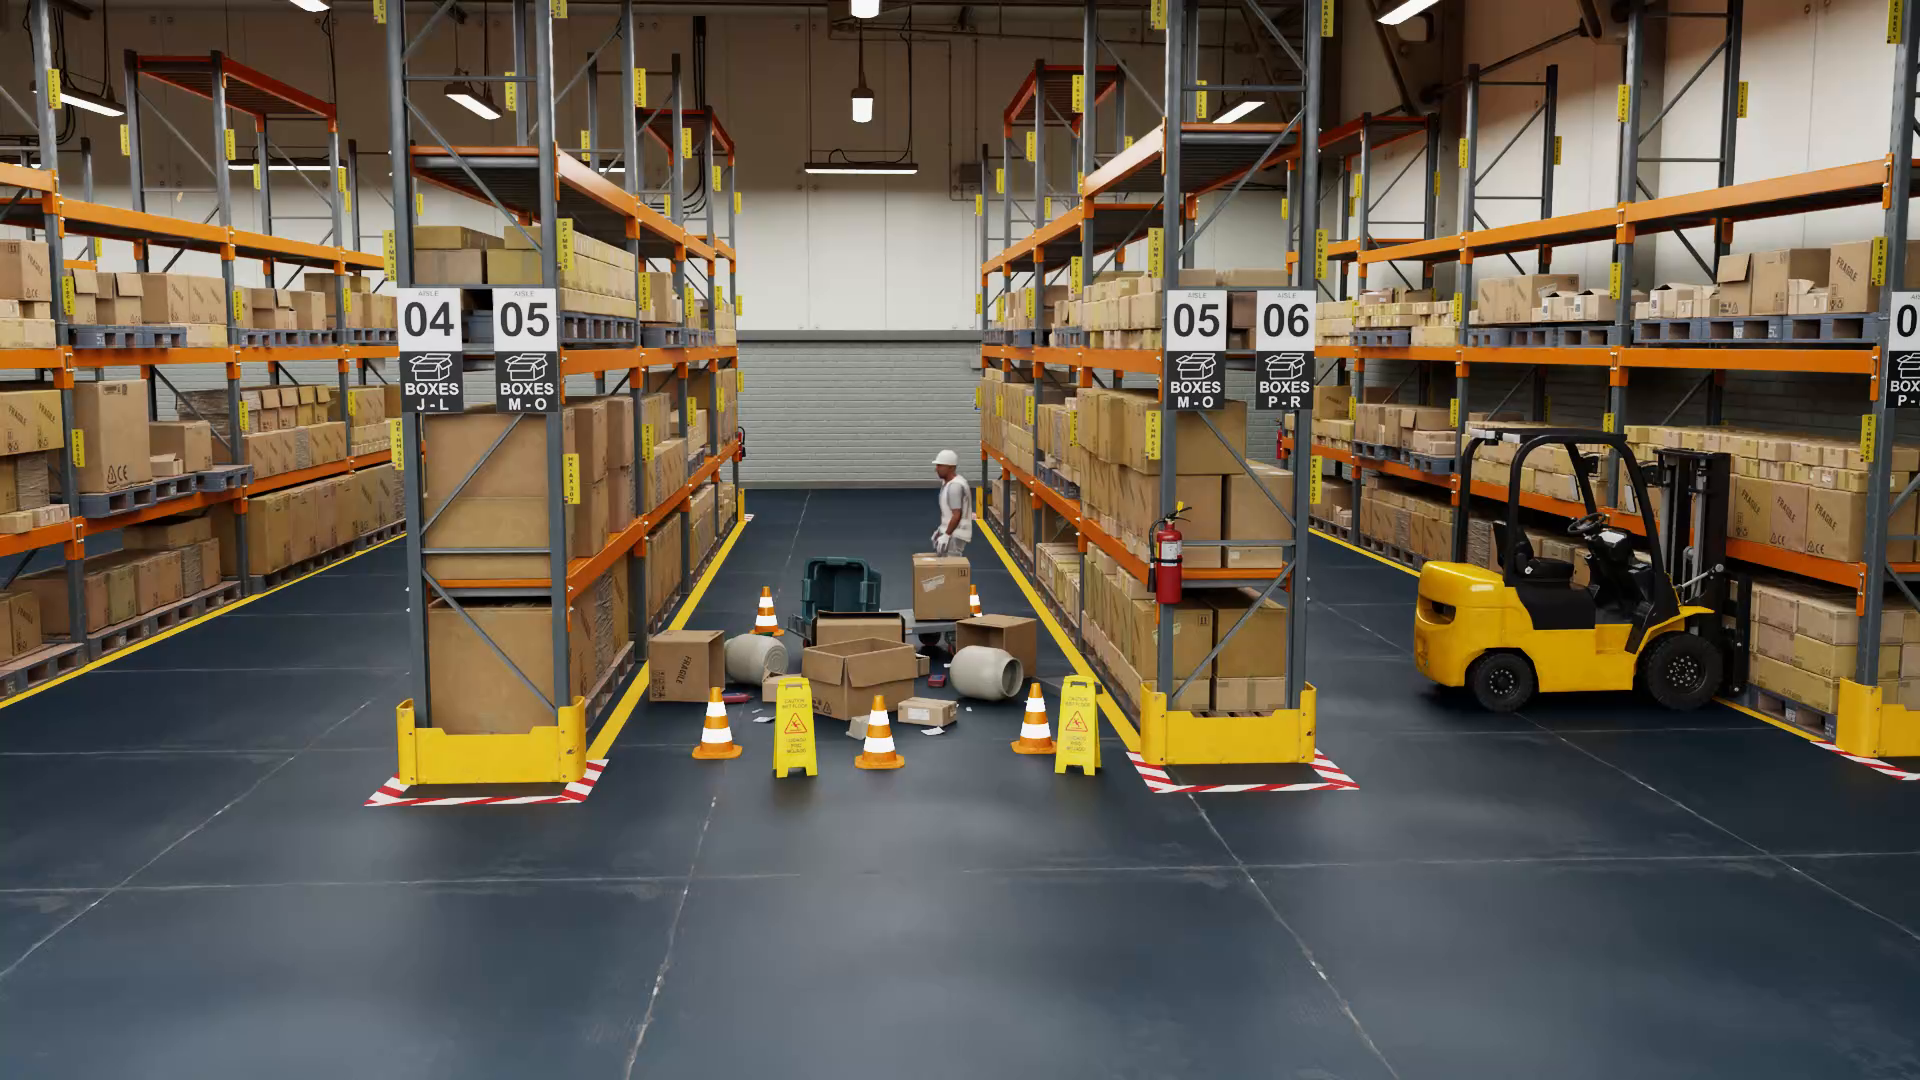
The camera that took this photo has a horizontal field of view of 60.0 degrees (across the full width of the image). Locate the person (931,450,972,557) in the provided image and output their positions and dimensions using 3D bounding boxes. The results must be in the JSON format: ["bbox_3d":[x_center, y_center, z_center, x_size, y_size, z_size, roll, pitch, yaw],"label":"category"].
[{"bbox_3d":[-0.088,-0.024,16.866,0.411,1.781,0.575,-1,7,-7],"label":"person"}]
